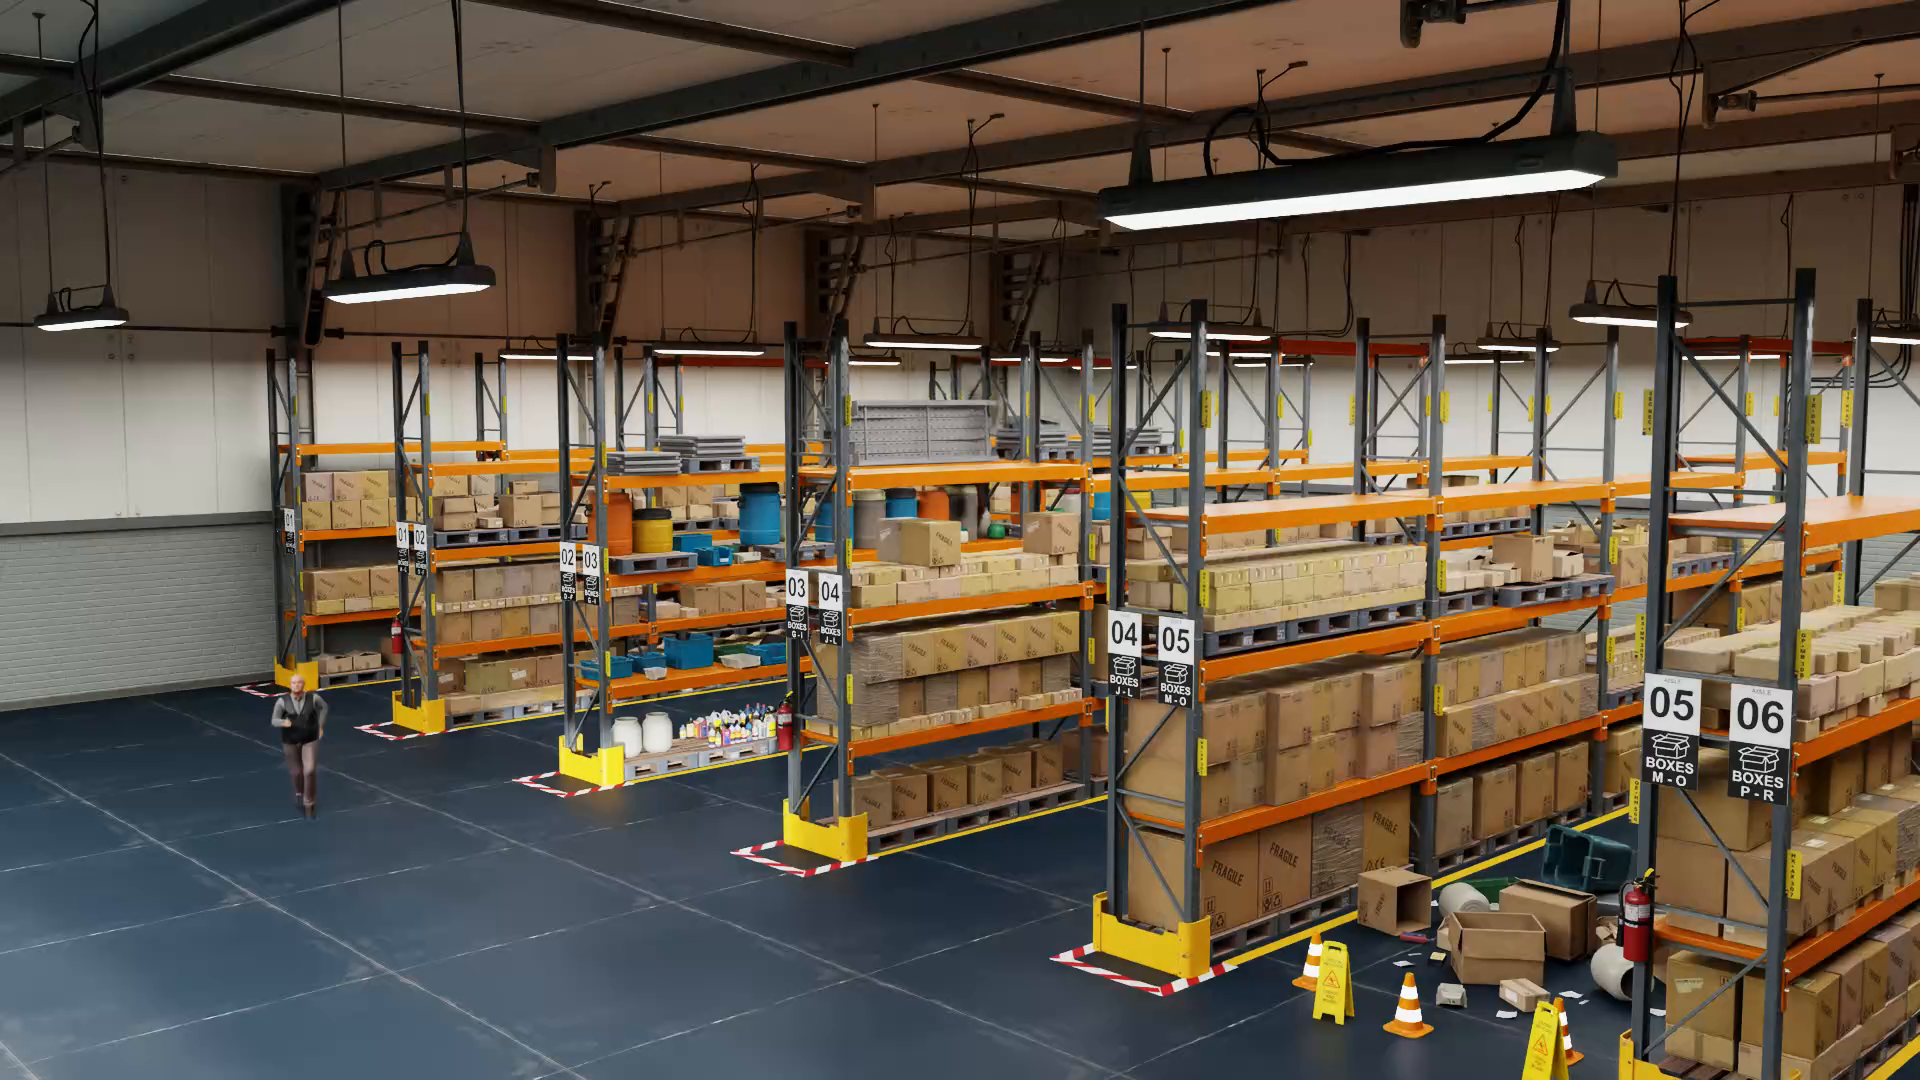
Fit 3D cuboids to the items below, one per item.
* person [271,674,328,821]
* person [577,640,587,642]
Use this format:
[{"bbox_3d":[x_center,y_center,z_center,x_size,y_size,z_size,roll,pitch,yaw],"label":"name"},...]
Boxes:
[{"bbox_3d":[-8.136,2.537,20.508,0.643,1.784,0.801,-1,5,-16],"label":"person"},{"bbox_3d":[-6.864,1.755,30.006,0.579,1.650,0.810,4,6,40],"label":"person"}]
